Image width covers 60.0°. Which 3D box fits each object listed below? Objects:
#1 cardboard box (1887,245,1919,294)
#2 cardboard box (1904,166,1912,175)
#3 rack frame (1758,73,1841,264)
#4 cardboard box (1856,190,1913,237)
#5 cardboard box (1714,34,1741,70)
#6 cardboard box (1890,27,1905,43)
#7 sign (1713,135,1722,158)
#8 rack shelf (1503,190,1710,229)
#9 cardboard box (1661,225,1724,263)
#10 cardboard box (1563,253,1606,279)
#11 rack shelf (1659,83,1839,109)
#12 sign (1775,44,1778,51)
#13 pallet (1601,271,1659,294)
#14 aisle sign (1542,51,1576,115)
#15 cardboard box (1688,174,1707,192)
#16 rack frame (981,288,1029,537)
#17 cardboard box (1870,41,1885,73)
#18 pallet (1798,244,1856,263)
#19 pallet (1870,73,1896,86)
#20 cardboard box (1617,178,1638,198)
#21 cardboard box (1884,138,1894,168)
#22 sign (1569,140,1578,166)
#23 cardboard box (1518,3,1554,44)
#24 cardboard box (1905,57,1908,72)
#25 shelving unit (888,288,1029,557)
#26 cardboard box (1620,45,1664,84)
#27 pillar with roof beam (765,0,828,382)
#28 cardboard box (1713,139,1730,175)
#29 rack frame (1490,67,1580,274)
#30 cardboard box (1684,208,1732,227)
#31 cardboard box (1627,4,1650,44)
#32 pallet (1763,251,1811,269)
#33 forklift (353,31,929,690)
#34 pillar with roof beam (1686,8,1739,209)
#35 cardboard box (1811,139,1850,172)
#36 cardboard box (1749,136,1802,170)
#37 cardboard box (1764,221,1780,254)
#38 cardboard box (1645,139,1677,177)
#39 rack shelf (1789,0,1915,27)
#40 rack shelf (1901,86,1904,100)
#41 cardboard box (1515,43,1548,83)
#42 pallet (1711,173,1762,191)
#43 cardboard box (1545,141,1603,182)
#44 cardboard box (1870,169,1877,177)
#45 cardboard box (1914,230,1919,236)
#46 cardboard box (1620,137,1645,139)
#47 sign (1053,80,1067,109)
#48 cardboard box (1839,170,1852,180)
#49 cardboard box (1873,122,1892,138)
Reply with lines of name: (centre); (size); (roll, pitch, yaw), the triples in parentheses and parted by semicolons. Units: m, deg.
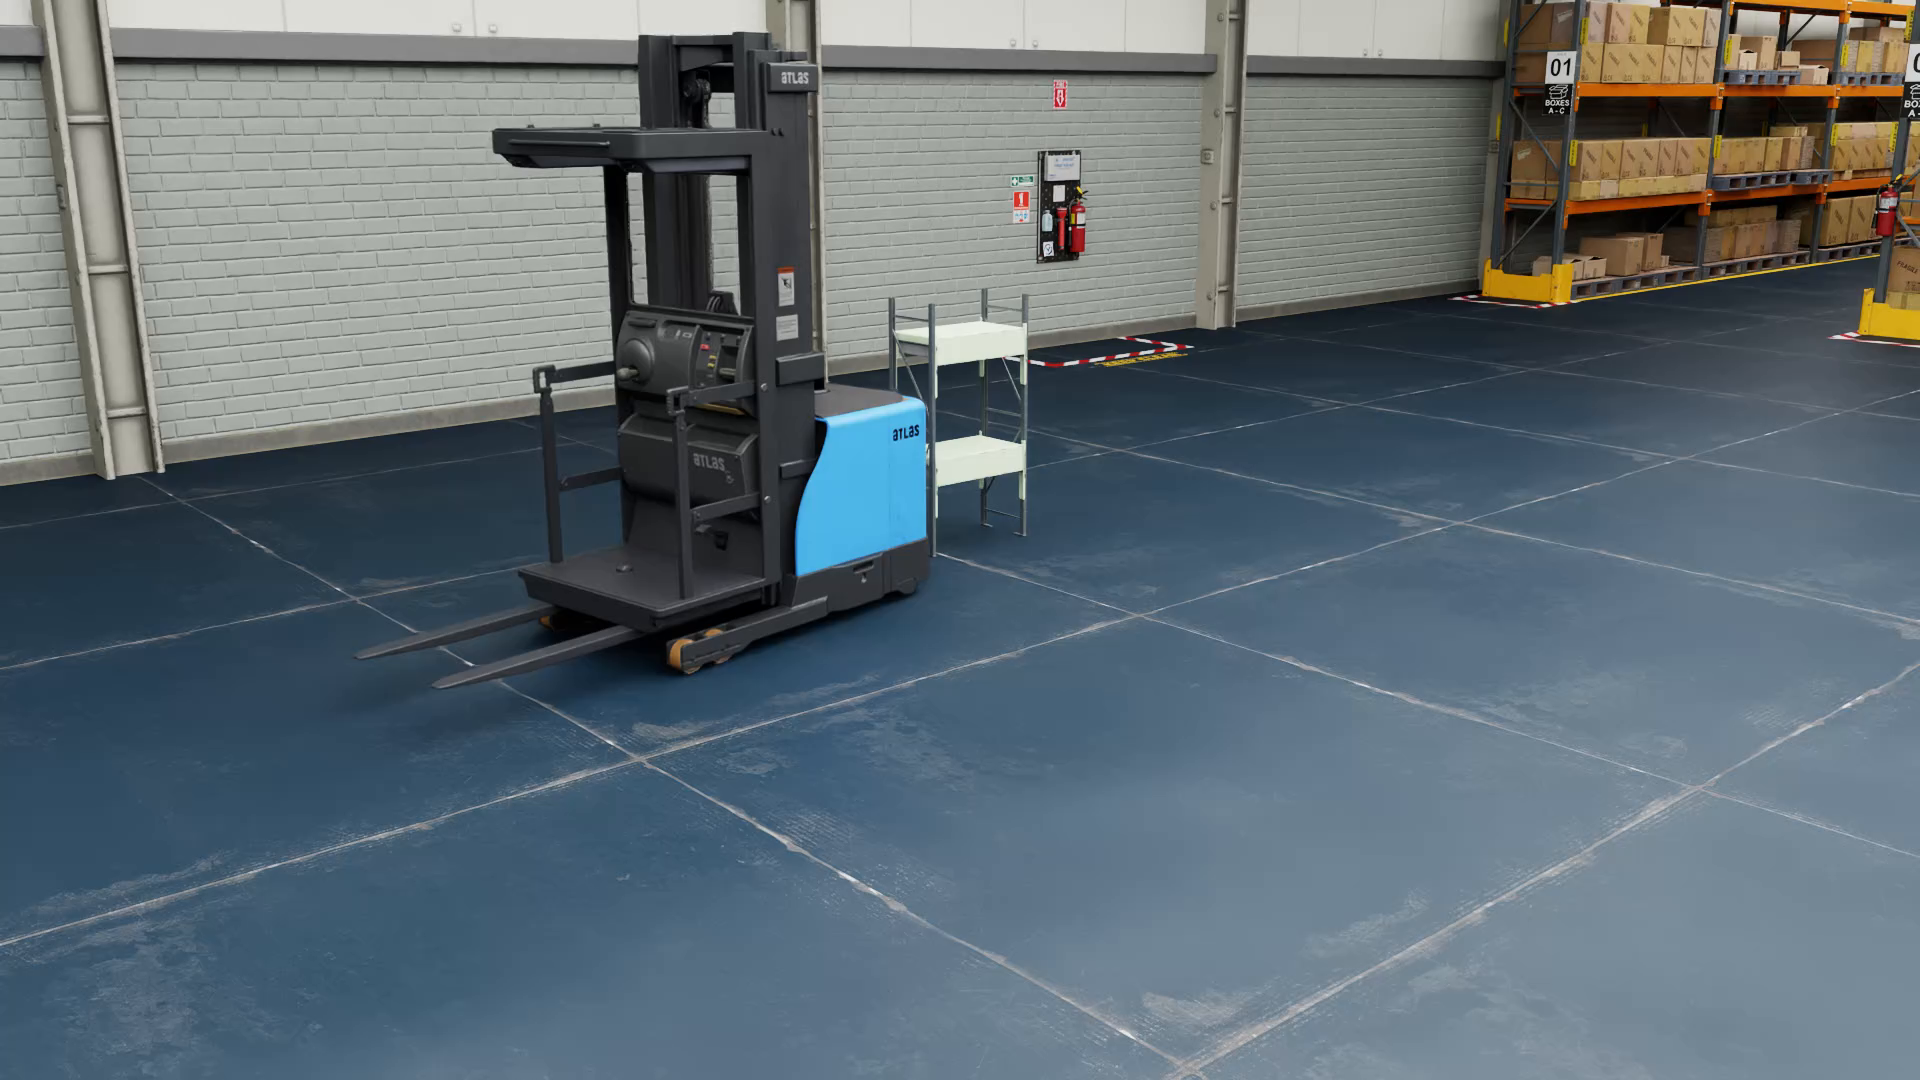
cardboard box: (11.049, -3.126, 19.201); (0.500, 0.500, 0.500); (-13, 19, -39)
cardboard box: (16.394, -6.465, 29.090); (0.250, 0.149, 0.380); (-12, 19, -38)
rack frame: (13.620, -6.059, 27.121); (0.127, 3.000, 1.000); (-13, 19, -39)
cardboard box: (16.233, -5.766, 29.375); (0.750, 0.750, 0.750); (-12, 19, -39)
cardboard box: (11.068, -7.159, 24.419); (0.500, 0.500, 0.500); (-9, 18, -32)
cardboard box: (15.888, -8.686, 28.642); (0.500, 0.250, 0.500); (-11, 18, -35)
sign: (10.965, -5.695, 24.082); (0.005, 0.325, 0.100); (-13, 19, -39)
rack shelf: (9.094, -4.695, 23.409); (4.000, 0.370, 1.077); (-13, 19, -39)
cardboard box: (11.147, -4.514, 25.329); (0.500, 0.500, 0.700); (-12, 19, -38)
cardboard box: (8.596, -3.814, 23.073); (0.500, 0.311, 0.500); (-11, 18, -35)
rack shelf: (12.112, -6.822, 25.559); (4.000, 0.370, 1.077); (-13, 19, -39)
sign: (13.262, -7.906, 27.067); (0.005, 0.325, 0.100); (-13, 19, -39)
pallet: (9.199, -3.706, 23.715); (1.213, 0.211, 1.003); (-13, 19, -39)
aisle sign: (7.728, -5.889, 21.448); (0.004, 0.787, 0.394); (-13, 19, -39)
cardboard box: (10.444, -5.180, 24.080); (0.500, 0.250, 0.500); (-13, 19, -39)
rack frame: (0.271, -0.785, 10.284); (0.023, 1.500, 0.400); (-13, 19, -39)
cardboard box: (15.104, -8.140, 28.052); (0.500, 0.500, 0.700); (-13, 20, -39)
pallet: (14.265, -4.831, 27.926); (1.213, 0.211, 1.003); (-13, 19, -39)
pallet: (14.913, -7.727, 27.917); (1.213, 0.211, 1.003); (-12, 19, -37)
cardboard box: (8.932, -4.838, 22.801); (0.500, 0.250, 0.500); (-13, 20, -40)
cardboard box: (15.692, -6.639, 28.485); (0.500, 0.500, 0.500); (-13, 19, -39)
sign: (7.942, -5.017, 21.541); (0.005, 0.325, 0.100); (-13, 19, -39)
cardboard box: (7.739, -6.818, 21.980); (0.500, 0.500, 0.500); (-12, 19, -37)
cardboard box: (17.000, -8.526, 29.828); (0.500, 0.250, 0.500); (-12, 19, -39)
shelving unit: (-0.005, -0.723, 10.052); (0.755, 1.500, 0.431); (-13, 19, -39)
cardboard box: (9.210, -6.487, 22.677); (0.500, 0.500, 0.500); (-11, 19, -36)
pillar with roof beam: (1.319, -5.018, 11.600); (0.400, 9.000, 9.100); (-13, 19, -39)
cardboard box: (11.009, -5.722, 24.813); (0.500, 0.500, 0.700); (-13, 19, -39)
rack frame: (7.585, -4.704, 22.048); (0.127, 3.000, 1.000); (-13, 19, -39)
cardboard box: (11.477, -4.952, 25.514); (0.500, 0.250, 0.500); (-13, 20, -41)
cardboard box: (8.826, -6.876, 22.198); (0.500, 0.500, 0.500); (-12, 19, -38)
pallet: (13.030, -4.580, 26.987); (1.213, 0.211, 1.003); (-13, 19, -39)
forklift: (-1.498, -0.927, 8.043); (1.130, 2.935, 3.031); (12, 19, 38)
pillar with roof beam: (14.898, -8.068, 23.016); (0.400, 9.000, 9.100); (-13, 19, -39)
cardboard box: (14.155, -6.293, 27.189); (0.500, 0.500, 0.500); (-12, 19, -38)
cardboard box: (12.869, -6.139, 26.372); (0.700, 0.500, 0.500); (14, 20, 42)
cardboard box: (12.647, -4.867, 26.651); (0.500, 0.500, 0.700); (-13, 20, -39)
cardboard box: (9.689, -5.372, 23.347); (0.500, 0.500, 0.500); (-13, 20, -41)
rack shelf: (15.129, -8.756, 27.760); (4.000, 0.370, 1.077); (-13, 19, -39)
rack shelf: (12.349, -5.181, 19.414); (4.000, 0.370, 1.077); (-13, 19, -39)
cardboard box: (7.734, -6.331, 22.094); (0.500, 0.500, 0.500); (-11, 18, -35)
pallet: (11.275, -5.390, 24.988); (1.213, 0.211, 1.003); (-13, 19, -39)
cardboard box: (8.143, -5.026, 22.052); (0.500, 0.500, 0.500); (-13, 19, -39)
cardboard box: (15.374, -6.263, 28.334); (0.250, 0.149, 0.380); (-12, 19, -38)
cardboard box: (17.269, -5.839, 30.326); (0.500, 0.500, 0.700); (-12, 19, -39)
cardboard box: (9.718, -5.555, 24.033); (0.500, 0.500, 0.500); (-13, 20, -40)
sign: (1.059, -4.701, 17.546); (0.199, 0.298, 0.001); (-13, 19, -39)
cardboard box: (14.473, -6.028, 27.452); (0.250, 0.149, 0.380); (-12, 19, -38)
cardboard box: (15.677, -7.001, 28.384); (0.500, 0.250, 0.500); (-12, 19, -38)
